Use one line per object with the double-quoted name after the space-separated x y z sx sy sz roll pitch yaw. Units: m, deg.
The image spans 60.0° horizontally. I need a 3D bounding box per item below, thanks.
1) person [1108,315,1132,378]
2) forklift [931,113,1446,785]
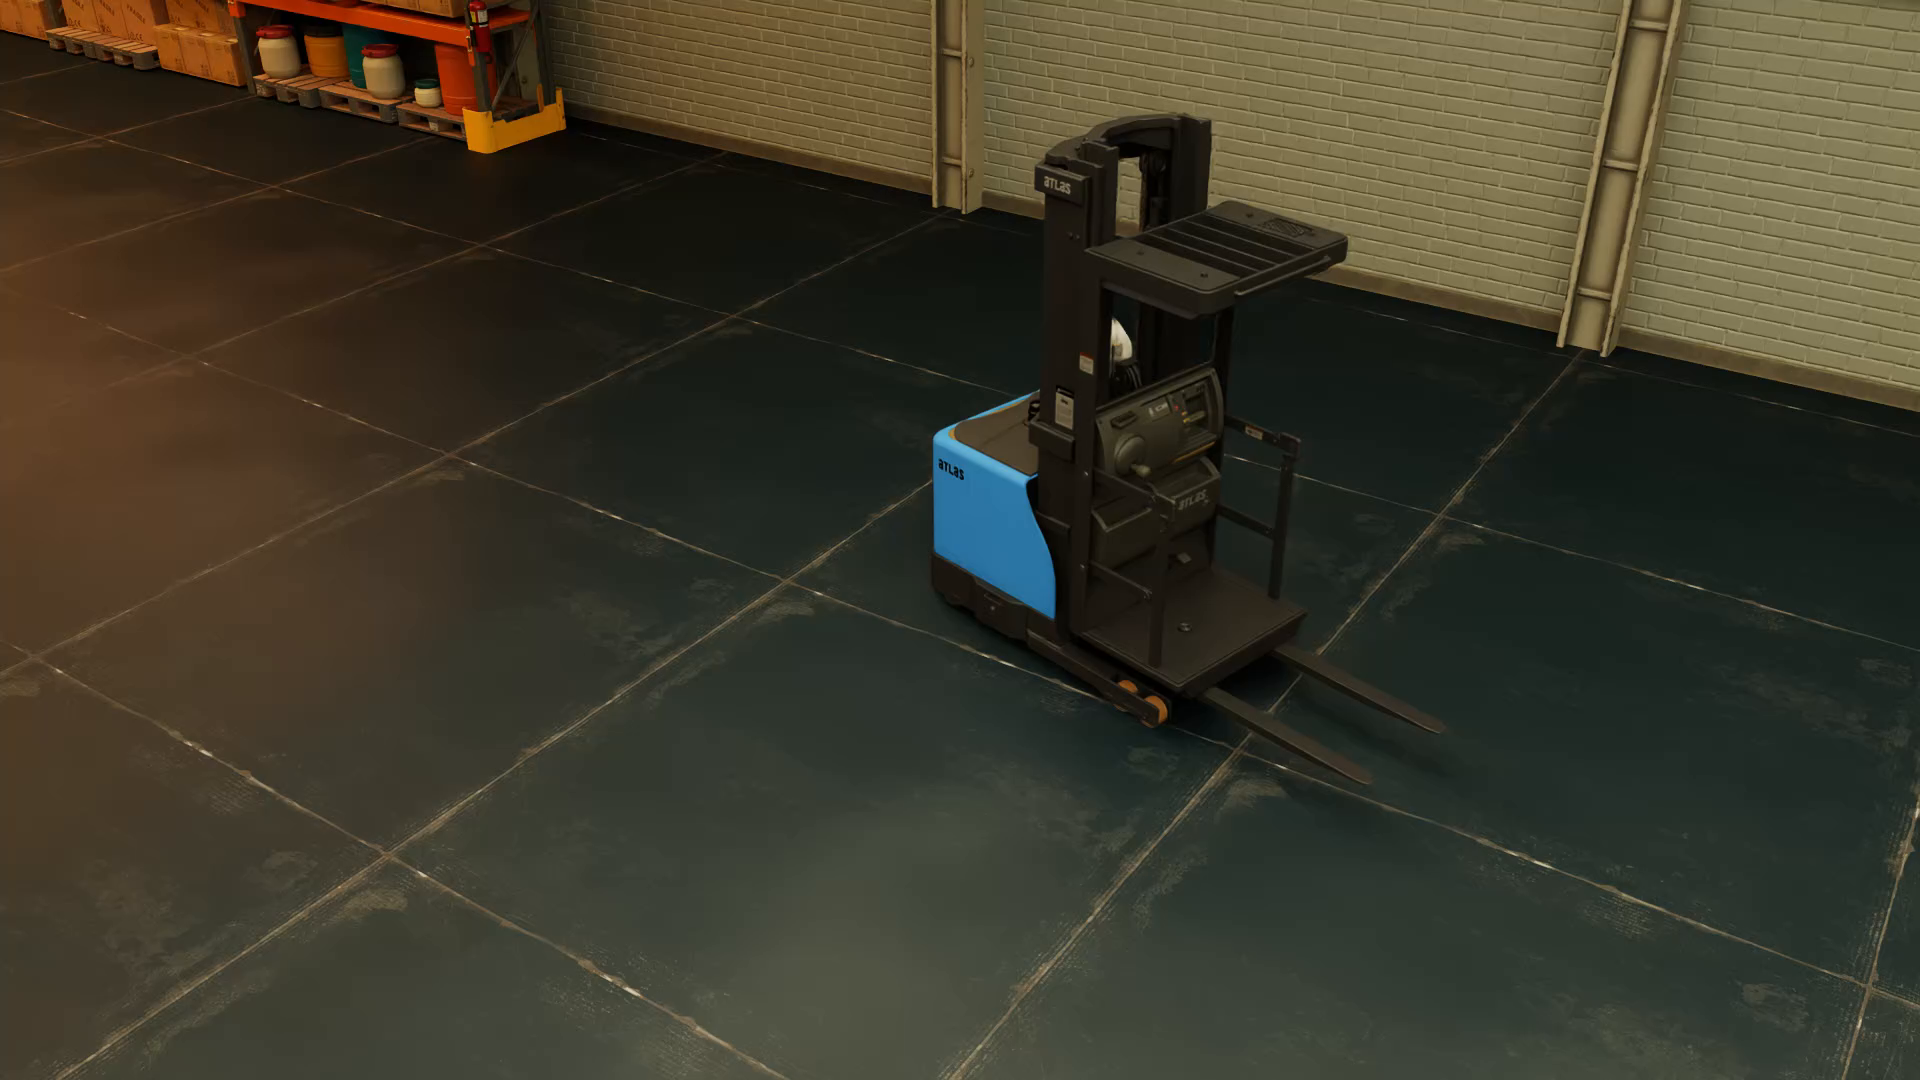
0.830 -0.886 10.420 0.793 1.632 0.404 21 36 32 "person"
1.195 -0.567 8.558 1.130 2.935 3.031 -25 38 -36 "forklift"
